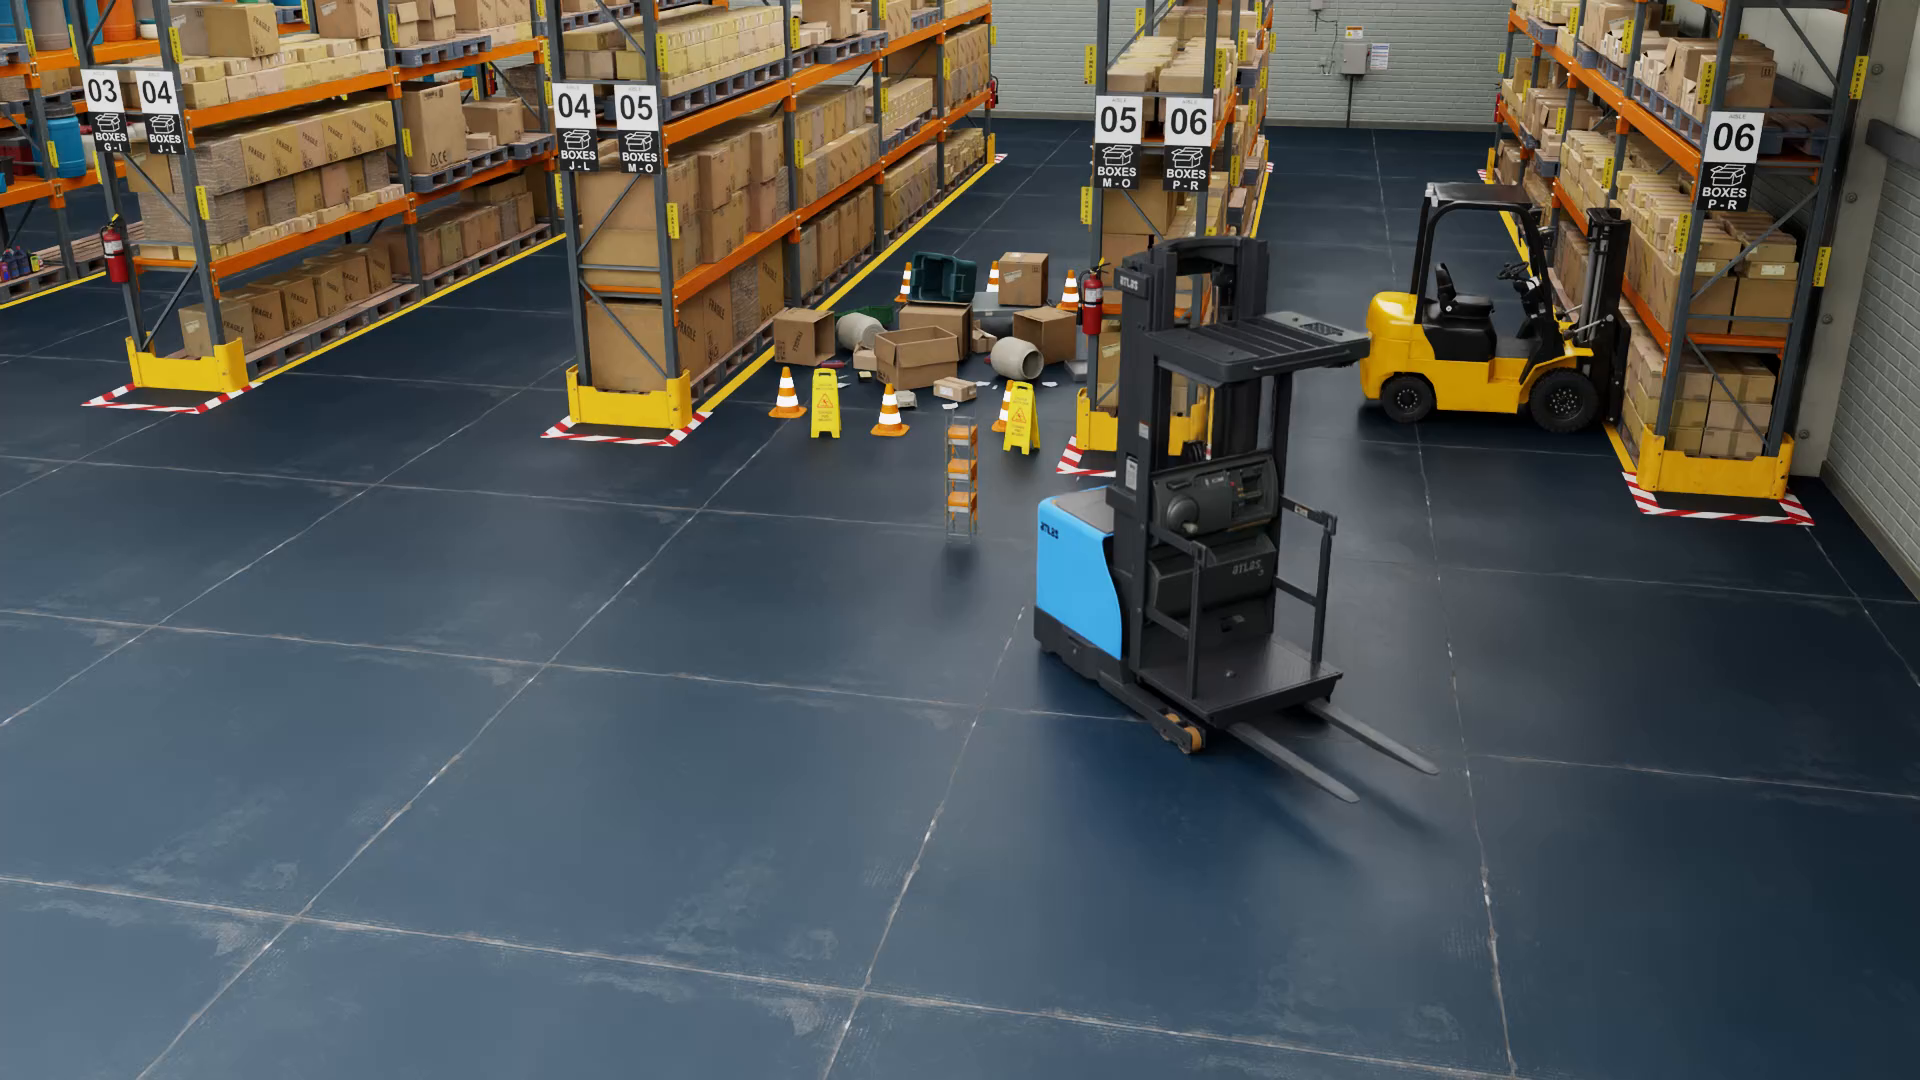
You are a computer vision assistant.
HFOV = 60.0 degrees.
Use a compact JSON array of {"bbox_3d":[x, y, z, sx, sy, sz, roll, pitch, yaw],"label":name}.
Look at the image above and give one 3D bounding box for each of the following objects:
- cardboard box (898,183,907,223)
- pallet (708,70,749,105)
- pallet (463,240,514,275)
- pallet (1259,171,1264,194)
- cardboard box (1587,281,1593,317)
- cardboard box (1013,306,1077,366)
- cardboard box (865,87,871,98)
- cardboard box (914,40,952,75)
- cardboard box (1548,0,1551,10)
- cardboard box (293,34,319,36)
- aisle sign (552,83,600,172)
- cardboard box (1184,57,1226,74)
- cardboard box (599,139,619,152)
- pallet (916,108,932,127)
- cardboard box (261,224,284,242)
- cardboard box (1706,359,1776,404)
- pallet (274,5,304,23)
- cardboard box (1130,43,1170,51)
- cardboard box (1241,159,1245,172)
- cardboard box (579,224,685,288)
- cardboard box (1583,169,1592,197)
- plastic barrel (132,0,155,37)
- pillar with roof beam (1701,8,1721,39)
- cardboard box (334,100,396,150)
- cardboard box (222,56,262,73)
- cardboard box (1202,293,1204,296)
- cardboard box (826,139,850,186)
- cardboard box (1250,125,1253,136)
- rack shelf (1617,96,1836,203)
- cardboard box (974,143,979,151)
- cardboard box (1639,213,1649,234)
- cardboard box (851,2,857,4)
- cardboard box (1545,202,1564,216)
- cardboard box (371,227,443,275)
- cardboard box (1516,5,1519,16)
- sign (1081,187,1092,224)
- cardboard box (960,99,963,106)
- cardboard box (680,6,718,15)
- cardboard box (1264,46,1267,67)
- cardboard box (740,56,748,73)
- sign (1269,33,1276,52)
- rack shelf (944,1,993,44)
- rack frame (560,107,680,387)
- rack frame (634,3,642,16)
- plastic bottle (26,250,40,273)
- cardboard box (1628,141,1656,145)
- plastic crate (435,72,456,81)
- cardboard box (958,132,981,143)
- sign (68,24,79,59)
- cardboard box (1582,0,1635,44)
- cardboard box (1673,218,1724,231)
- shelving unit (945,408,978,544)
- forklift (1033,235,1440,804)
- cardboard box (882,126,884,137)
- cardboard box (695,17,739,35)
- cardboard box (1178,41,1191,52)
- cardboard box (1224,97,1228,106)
[{"bbox_3d":[-1.079,-4.951,24.416,0.500,0.500,0.500,5,22,12],"label":"cardboard box"},{"bbox_3d":[-2.817,-4.637,16.955,1.003,0.211,1.213,4,22,11],"label":"pallet"},{"bbox_3d":[-6.819,-3.884,22.714,1.003,0.211,1.213,4,22,11],"label":"pallet"},{"bbox_3d":[4.589,-6.041,28.071,1.003,0.211,1.213,4,22,11],"label":"pallet"},{"bbox_3d":[7.433,-2.597,18.404,0.875,0.625,0.625,5,23,13],"label":"cardboard box"},{"bbox_3d":[0.927,-2.243,18.250,0.500,0.500,0.500,-16,27,-35],"label":"cardboard box"},{"bbox_3d":[-1.550,-6.728,25.021,0.380,0.149,0.250,5,23,13],"label":"cardboard box"},{"bbox_3d":[-0.426,-7.750,26.711,0.500,0.500,0.500,5,22,12],"label":"cardboard box"},{"bbox_3d":[8.284,-7.340,22.790,0.380,0.149,0.250,5,22,11],"label":"cardboard box"},{"bbox_3d":[-7.592,-5.856,19.531,0.380,0.149,0.250,4,22,9],"label":"cardboard box"},{"bbox_3d":[-3.513,-3.770,15.218,0.394,0.787,0.004,4,22,11],"label":"aisle sign"},{"bbox_3d":[2.295,-4.439,15.614,0.380,0.149,0.250,5,22,12],"label":"cardboard box"},{"bbox_3d":[-5.884,-6.017,26.561,1.225,0.875,0.875,4,22,9],"label":"cardboard box"},{"bbox_3d":[-1.055,-6.598,25.978,1.003,0.211,1.213,4,22,11],"label":"pallet"},{"bbox_3d":[-7.524,-3.315,17.907,0.380,0.149,0.250,4,22,11],"label":"cardboard box"},{"bbox_3d":[6.805,-1.394,14.579,0.500,0.250,0.500,4,22,10],"label":"cardboard box"},{"bbox_3d":[-10.733,-8.343,26.291,1.003,0.211,1.213,4,22,11],"label":"pallet"},{"bbox_3d":[1.927,-4.956,16.899,0.380,0.149,0.250,4,22,11],"label":"cardboard box"},{"bbox_3d":[3.365,-4.700,20.783,0.380,0.149,0.250,5,22,12],"label":"cardboard box"},{"bbox_3d":[-3.173,-2.775,16.029,0.875,0.550,0.550,4,22,11],"label":"cardboard box"},{"bbox_3d":[7.396,-4.049,18.923,0.500,0.250,0.500,5,22,12],"label":"cardboard box"},{"bbox_3d":[-11.636,-7.625,23.585,0.600,0.901,0.600,0,22,0],"label":"plastic barrel"},{"bbox_3d":[4.556,-7.341,19.534,9.100,9.000,0.400,4,22,11],"label":"pillar with roof beam"},{"bbox_3d":[-7.046,-4.907,19.653,0.500,0.500,0.500,4,22,11],"label":"cardboard box"},{"bbox_3d":[-7.500,-4.944,17.265,0.380,0.149,0.250,4,22,11],"label":"cardboard box"},{"bbox_3d":[2.105,-2.403,15.640,0.380,0.149,0.250,4,22,9],"label":"cardboard box"},{"bbox_3d":[-1.707,-4.801,21.125,0.500,0.500,0.500,5,22,12],"label":"cardboard box"},{"bbox_3d":[3.860,-5.851,23.398,0.500,0.250,0.500,4,22,11],"label":"cardboard box"},{"bbox_3d":[6.930,-3.638,15.320,1.077,0.370,4.000,4,22,11],"label":"rack shelf"},{"bbox_3d":[0.127,-7.024,29.634,0.380,0.149,0.250,4,22,9],"label":"cardboard box"},{"bbox_3d":[6.680,-2.999,15.783,0.380,0.149,0.250,4,22,10],"label":"cardboard box"},{"bbox_3d":[-1.705,-7.158,22.964,0.500,0.500,0.500,4,22,11],"label":"cardboard box"},{"bbox_3d":[8.032,-4.413,22.212,0.380,0.149,0.250,3,22,8],"label":"cardboard box"},{"bbox_3d":[-7.077,-3.712,21.313,0.700,0.500,0.500,3,22,7],"label":"cardboard box"},{"bbox_3d":[9.245,-8.603,27.021,0.380,0.149,0.250,5,22,12],"label":"cardboard box"},{"bbox_3d":[1.122,-2.960,14.714,0.100,0.325,0.005,4,22,11],"label":"sign"},{"bbox_3d":[-0.157,-7.403,28.056,0.380,0.149,0.250,5,23,13],"label":"cardboard box"},{"bbox_3d":[-2.847,-5.715,18.086,0.380,0.149,0.250,4,22,10],"label":"cardboard box"},{"bbox_3d":[4.775,-7.836,27.322,0.500,0.500,0.500,4,22,11],"label":"cardboard box"},{"bbox_3d":[-2.408,-4.922,17.185,0.380,0.149,0.250,4,22,10],"label":"cardboard box"},{"bbox_3d":[5.455,-8.678,29.020,0.100,0.325,0.005,4,22,11],"label":"sign"},{"bbox_3d":[-0.348,-8.745,27.999,1.077,0.370,4.000,4,22,11],"label":"rack shelf"},{"bbox_3d":[-3.205,-2.567,15.711,1.000,3.000,0.127,4,22,11],"label":"rack frame"},{"bbox_3d":[-5.591,-7.370,27.639,1.000,3.000,0.127,4,22,11],"label":"rack frame"},{"bbox_3d":[-11.848,-3.565,21.238,0.061,0.283,0.133,6,23,14],"label":"plastic bottle"},{"bbox_3d":[8.248,-4.699,20.003,0.380,0.149,0.250,4,22,10],"label":"cardboard box"},{"bbox_3d":[-9.686,-8.699,31.212,0.396,0.136,0.243,4,22,11],"label":"plastic crate"},{"bbox_3d":[0.164,-7.162,29.579,0.380,0.149,0.250,4,22,10],"label":"cardboard box"},{"bbox_3d":[-8.579,-4.834,16.140,0.100,0.325,0.005,4,22,11],"label":"sign"},{"bbox_3d":[7.768,-6.208,19.907,0.500,0.500,0.500,5,22,11],"label":"cardboard box"},{"bbox_3d":[6.559,-2.757,14.784,0.380,0.149,0.250,5,22,11],"label":"cardboard box"},{"bbox_3d":[0.011,-0.507,13.206,0.215,1.050,0.252,4,22,11],"label":"shelving unit"},{"bbox_3d":[1.686,-0.254,10.061,1.130,2.935,3.031,-12,25,-28],"label":"forklift"},{"bbox_3d":[-1.283,-5.719,23.313,0.380,0.149,0.250,4,22,10],"label":"cardboard box"},{"bbox_3d":[-2.461,-5.202,16.813,0.380,0.149,0.250,5,22,12],"label":"cardboard box"},{"bbox_3d":[2.455,-5.430,18.446,0.500,0.250,0.500,4,22,10],"label":"cardboard box"},{"bbox_3d":[2.488,-4.450,16.709,0.380,0.149,0.250,5,22,12],"label":"cardboard box"}]
